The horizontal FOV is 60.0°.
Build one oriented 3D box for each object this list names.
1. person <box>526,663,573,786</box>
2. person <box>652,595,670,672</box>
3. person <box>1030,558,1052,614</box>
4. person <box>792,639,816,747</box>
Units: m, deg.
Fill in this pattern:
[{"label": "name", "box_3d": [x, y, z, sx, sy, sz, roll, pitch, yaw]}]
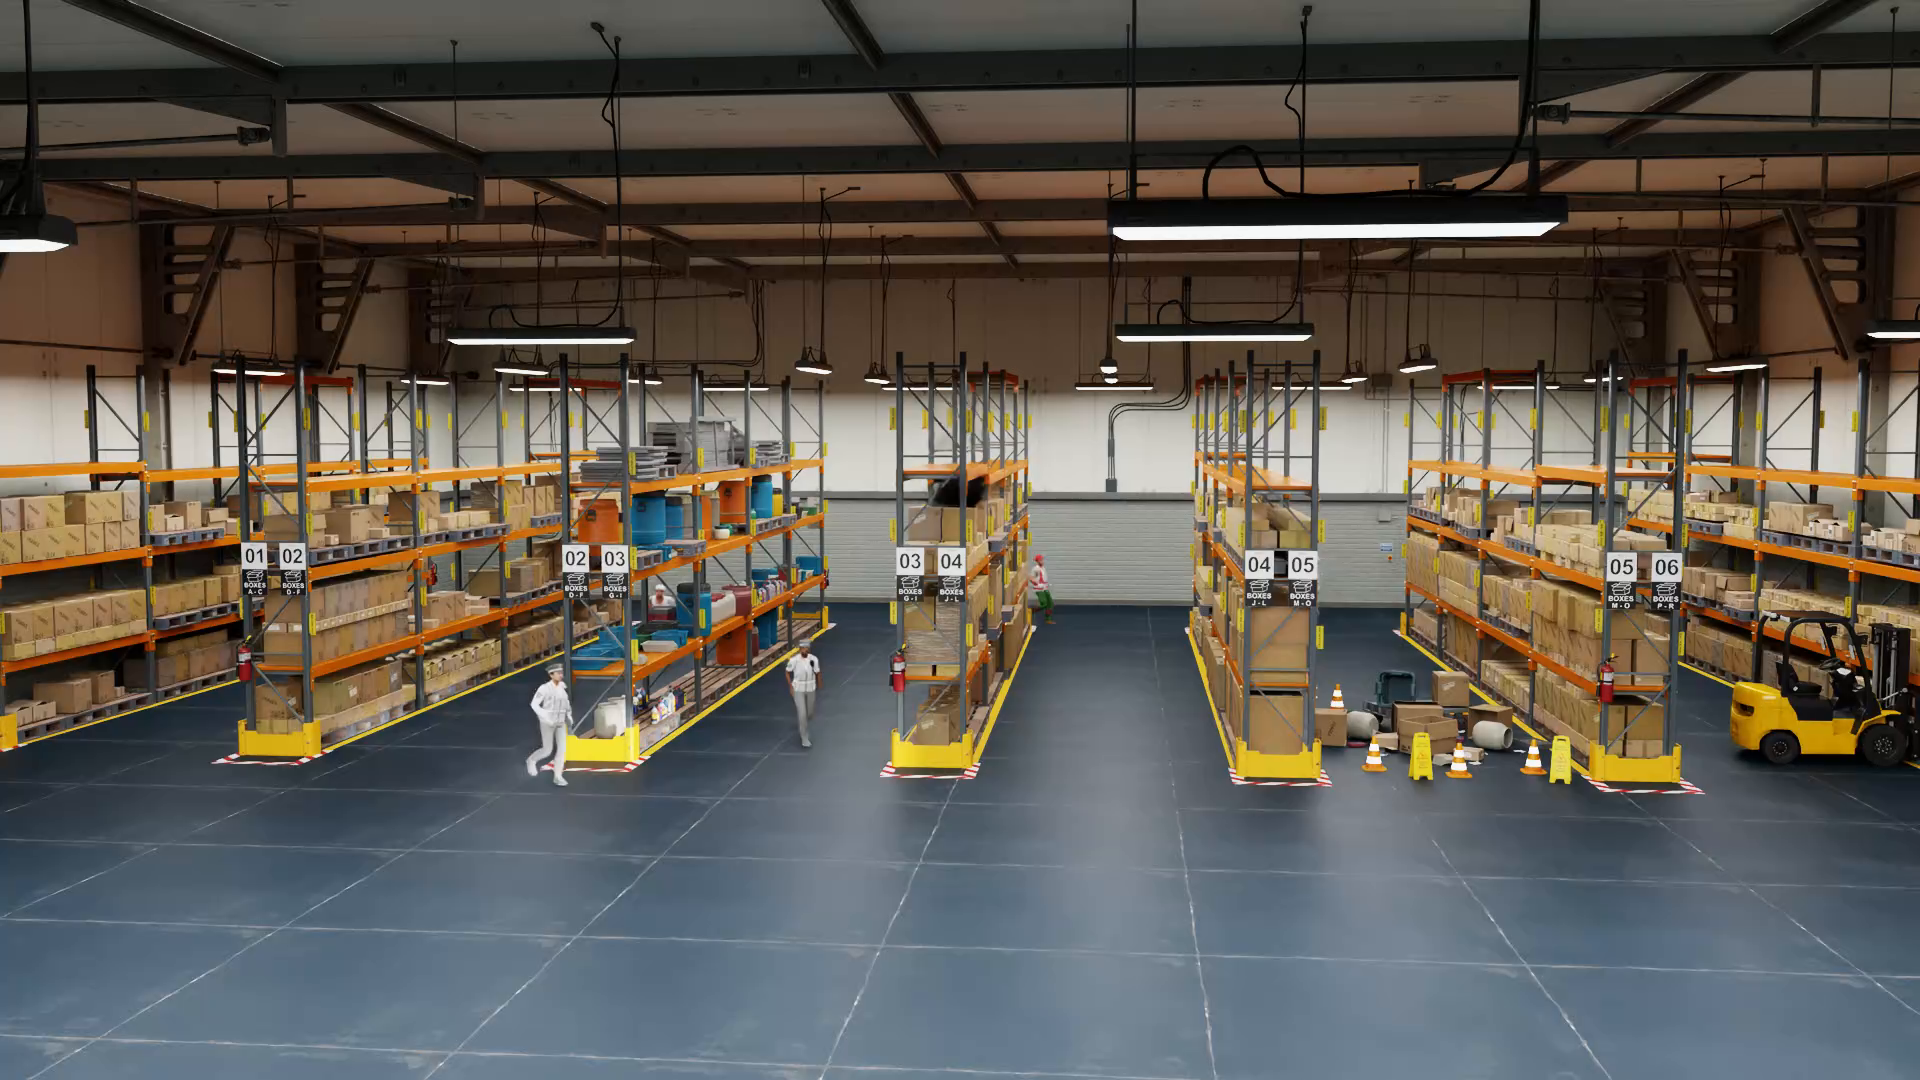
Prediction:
[{"label": "person", "box_3d": [-5.656, 2.531, 23.109, 0.783, 1.669, 0.665, 4, 5, 41]}, {"label": "person", "box_3d": [-6.042, 1.850, 33.546, 0.509, 1.559, 0.956, 0, 4, -2]}, {"label": "person", "box_3d": [2.029, 1.121, 40.916, 0.430, 1.437, 0.710, 2, 4, 25]}, {"label": "person", "box_3d": [-2.453, 2.343, 25.939, 0.382, 1.668, 0.745, -1, 4, -18]}]
